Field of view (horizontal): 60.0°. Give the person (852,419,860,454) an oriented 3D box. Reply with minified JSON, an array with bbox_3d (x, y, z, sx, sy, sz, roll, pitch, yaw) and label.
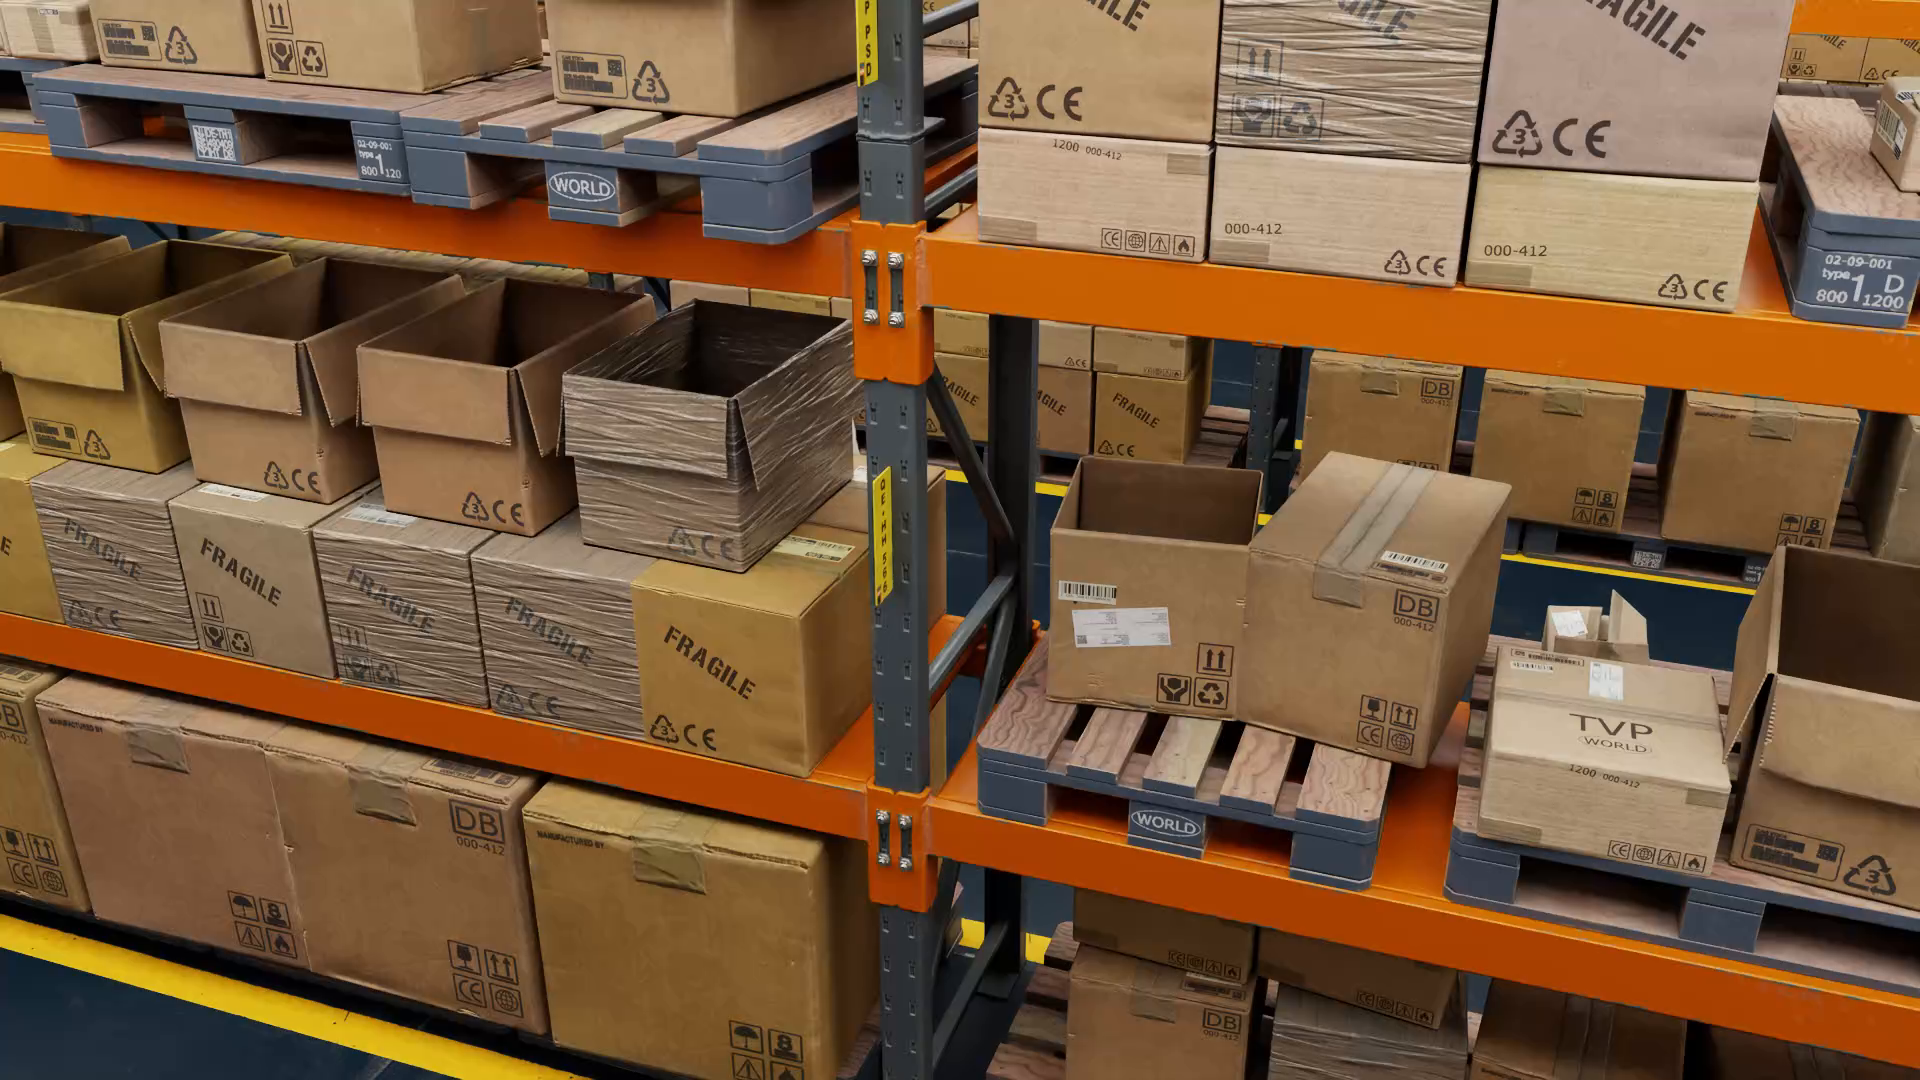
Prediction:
[{"bbox_3d":[-0.604,0.005,6.699,0.451,1.778,0.611,7,26,15],"label":"person"}]
